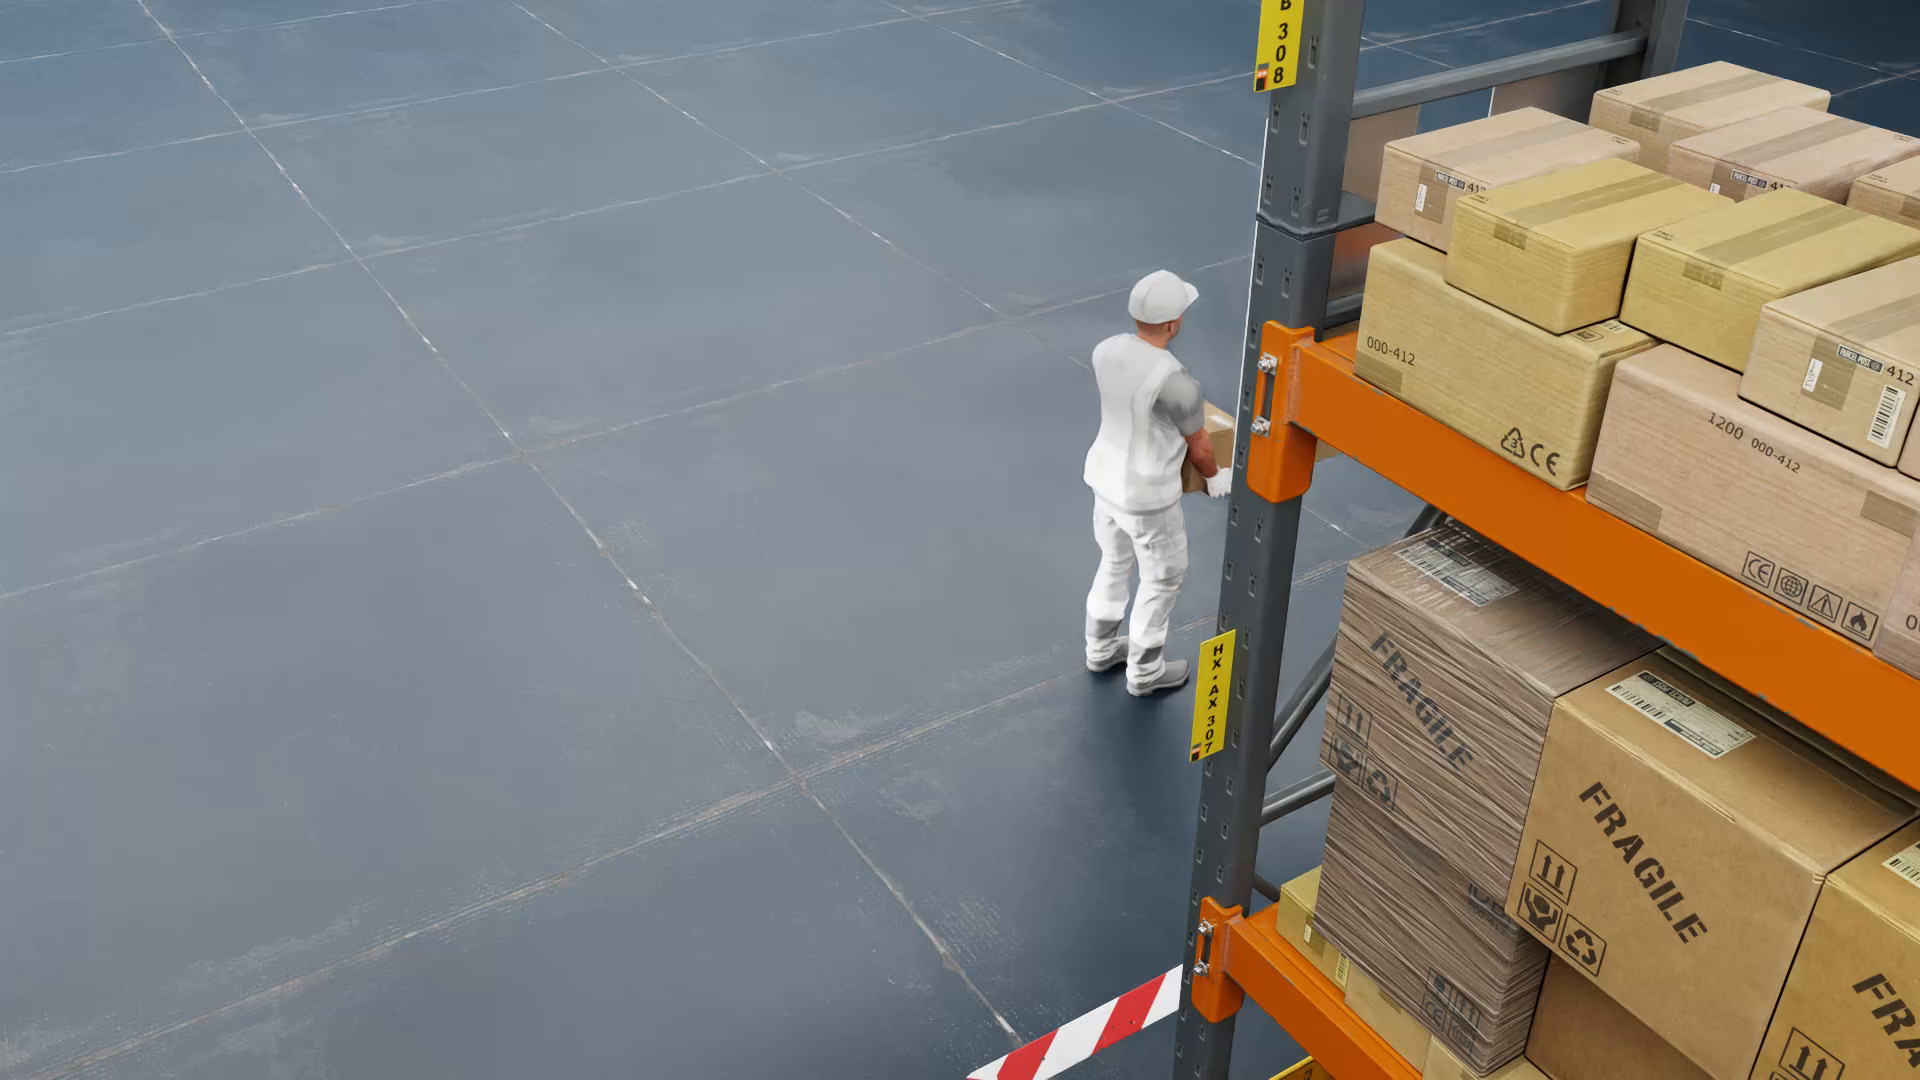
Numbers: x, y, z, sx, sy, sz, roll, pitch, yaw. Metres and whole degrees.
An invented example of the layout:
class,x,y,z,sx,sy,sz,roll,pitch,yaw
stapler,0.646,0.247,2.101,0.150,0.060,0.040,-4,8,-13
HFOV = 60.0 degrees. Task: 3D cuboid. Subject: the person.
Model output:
class,x,y,z,sx,sy,sz,roll,pitch,yaw
person,0.763,-0.223,6.473,0.563,1.781,0.495,-20,37,-28
